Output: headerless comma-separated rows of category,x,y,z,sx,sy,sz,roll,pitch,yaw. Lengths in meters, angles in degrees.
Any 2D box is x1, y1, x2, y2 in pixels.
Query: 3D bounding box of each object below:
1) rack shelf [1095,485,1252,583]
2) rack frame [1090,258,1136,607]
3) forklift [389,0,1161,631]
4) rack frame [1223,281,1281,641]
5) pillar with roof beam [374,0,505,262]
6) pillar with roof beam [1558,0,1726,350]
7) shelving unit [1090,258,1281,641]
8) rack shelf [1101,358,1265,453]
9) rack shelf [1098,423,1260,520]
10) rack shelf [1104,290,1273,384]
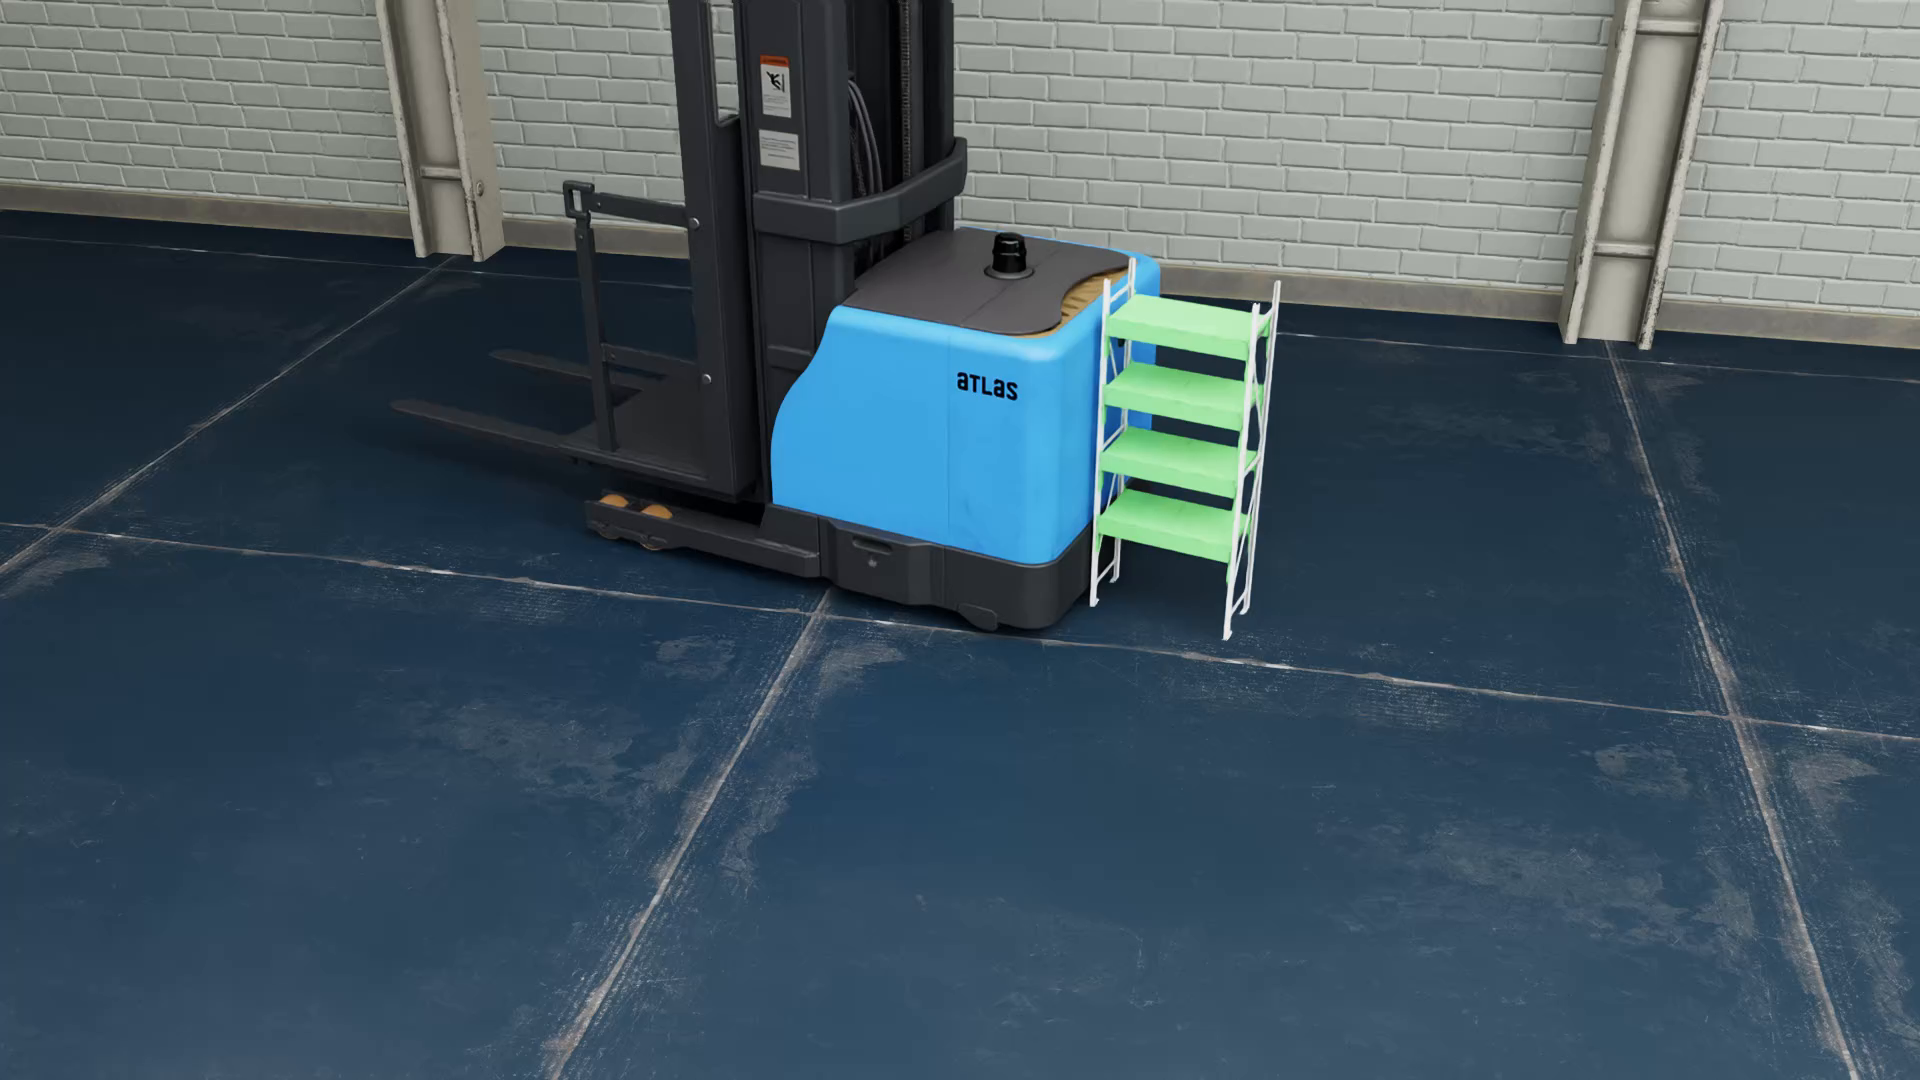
rack shelf,0.733,-0.024,5.678,0.480,0.148,0.258,13,31,23
rack frame,0.515,-0.343,5.628,0.015,1.200,0.240,13,31,23
forklift,-0.833,-1.458,5.860,3.031,2.935,1.130,13,31,23
rack frame,0.951,-0.239,5.436,0.015,1.200,0.240,13,31,23
pillar with roof beam,-3.645,-3.524,3.315,0.400,9.000,9.100,6,29,11
pillar with roof beam,2.223,-2.922,2.216,0.400,9.000,9.100,6,29,11
shelving unit,0.733,-0.291,5.532,0.503,1.200,0.258,13,31,23
rack shelf,0.733,-0.445,5.447,0.480,0.148,0.258,13,31,23
rack shelf,0.733,-0.235,5.563,0.480,0.148,0.258,13,31,23
rack shelf,0.733,-0.656,5.332,0.480,0.148,0.258,13,31,23
